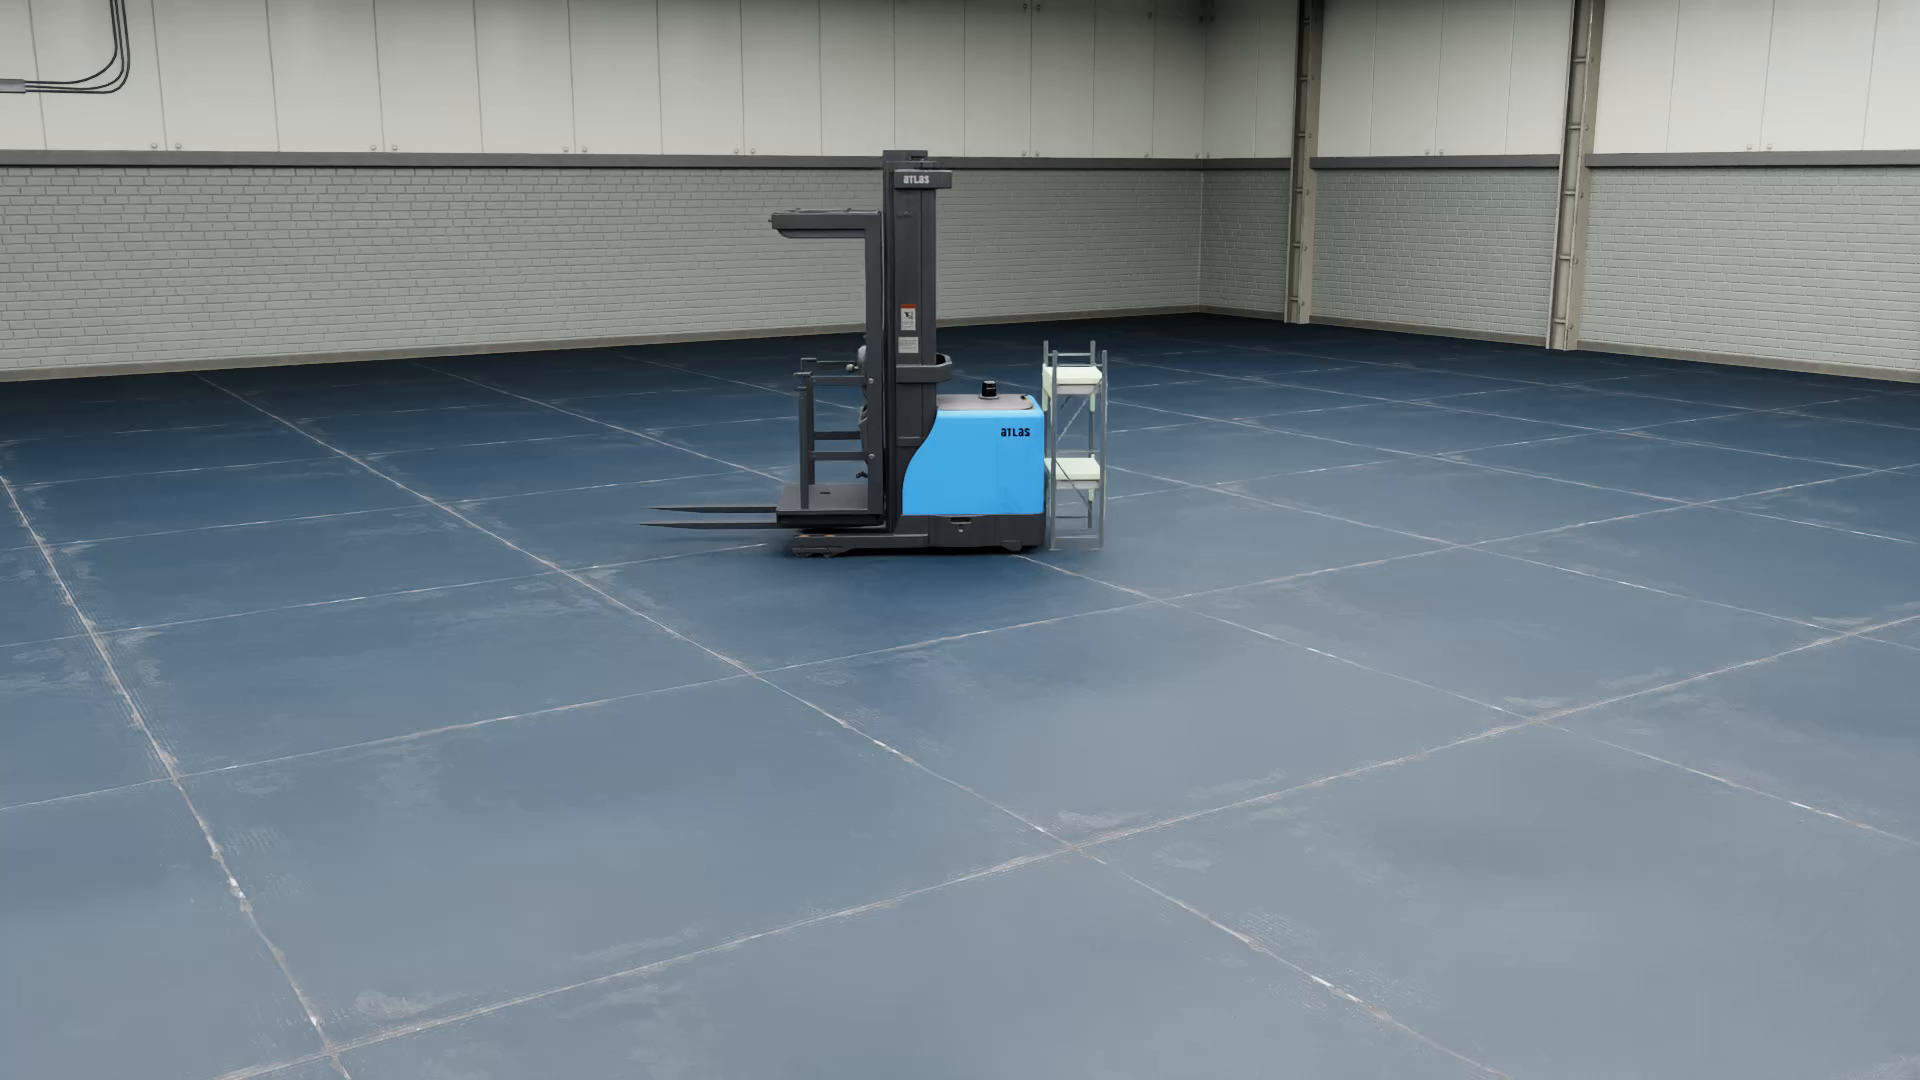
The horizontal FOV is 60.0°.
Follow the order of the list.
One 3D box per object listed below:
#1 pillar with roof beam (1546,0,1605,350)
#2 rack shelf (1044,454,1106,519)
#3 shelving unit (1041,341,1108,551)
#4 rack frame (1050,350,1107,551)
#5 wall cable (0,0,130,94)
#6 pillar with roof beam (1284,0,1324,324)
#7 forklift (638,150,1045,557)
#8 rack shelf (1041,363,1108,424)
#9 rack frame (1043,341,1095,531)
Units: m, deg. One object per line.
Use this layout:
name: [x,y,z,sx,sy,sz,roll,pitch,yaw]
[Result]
pillar with roof beam: [6.223,-7.001,23.812,9.100,9.000,0.400,-8,15,-33]
rack shelf: [0.864,-0.415,12.775,0.431,0.370,0.720,0,12,-2]
shelving unit: [0.864,-0.734,12.706,0.431,1.500,0.755,0,12,-2]
rack frame: [0.879,-0.655,12.348,0.400,1.500,0.023,0,12,-2]
wall cable: [-12.360,-8.312,21.846,2.305,6.003,0.169,-8,15,-33]
pillar with roof beam: [2.898,-8.068,28.691,9.100,9.000,0.400,-8,15,-33]
forklift: [-0.896,-1.420,12.492,3.031,2.935,1.130,0,12,-2]
rack shelf: [0.864,-1.115,12.622,0.431,0.370,0.720,0,12,-2]
rack frame: [0.850,-0.812,13.063,0.400,1.500,0.023,0,12,-2]
